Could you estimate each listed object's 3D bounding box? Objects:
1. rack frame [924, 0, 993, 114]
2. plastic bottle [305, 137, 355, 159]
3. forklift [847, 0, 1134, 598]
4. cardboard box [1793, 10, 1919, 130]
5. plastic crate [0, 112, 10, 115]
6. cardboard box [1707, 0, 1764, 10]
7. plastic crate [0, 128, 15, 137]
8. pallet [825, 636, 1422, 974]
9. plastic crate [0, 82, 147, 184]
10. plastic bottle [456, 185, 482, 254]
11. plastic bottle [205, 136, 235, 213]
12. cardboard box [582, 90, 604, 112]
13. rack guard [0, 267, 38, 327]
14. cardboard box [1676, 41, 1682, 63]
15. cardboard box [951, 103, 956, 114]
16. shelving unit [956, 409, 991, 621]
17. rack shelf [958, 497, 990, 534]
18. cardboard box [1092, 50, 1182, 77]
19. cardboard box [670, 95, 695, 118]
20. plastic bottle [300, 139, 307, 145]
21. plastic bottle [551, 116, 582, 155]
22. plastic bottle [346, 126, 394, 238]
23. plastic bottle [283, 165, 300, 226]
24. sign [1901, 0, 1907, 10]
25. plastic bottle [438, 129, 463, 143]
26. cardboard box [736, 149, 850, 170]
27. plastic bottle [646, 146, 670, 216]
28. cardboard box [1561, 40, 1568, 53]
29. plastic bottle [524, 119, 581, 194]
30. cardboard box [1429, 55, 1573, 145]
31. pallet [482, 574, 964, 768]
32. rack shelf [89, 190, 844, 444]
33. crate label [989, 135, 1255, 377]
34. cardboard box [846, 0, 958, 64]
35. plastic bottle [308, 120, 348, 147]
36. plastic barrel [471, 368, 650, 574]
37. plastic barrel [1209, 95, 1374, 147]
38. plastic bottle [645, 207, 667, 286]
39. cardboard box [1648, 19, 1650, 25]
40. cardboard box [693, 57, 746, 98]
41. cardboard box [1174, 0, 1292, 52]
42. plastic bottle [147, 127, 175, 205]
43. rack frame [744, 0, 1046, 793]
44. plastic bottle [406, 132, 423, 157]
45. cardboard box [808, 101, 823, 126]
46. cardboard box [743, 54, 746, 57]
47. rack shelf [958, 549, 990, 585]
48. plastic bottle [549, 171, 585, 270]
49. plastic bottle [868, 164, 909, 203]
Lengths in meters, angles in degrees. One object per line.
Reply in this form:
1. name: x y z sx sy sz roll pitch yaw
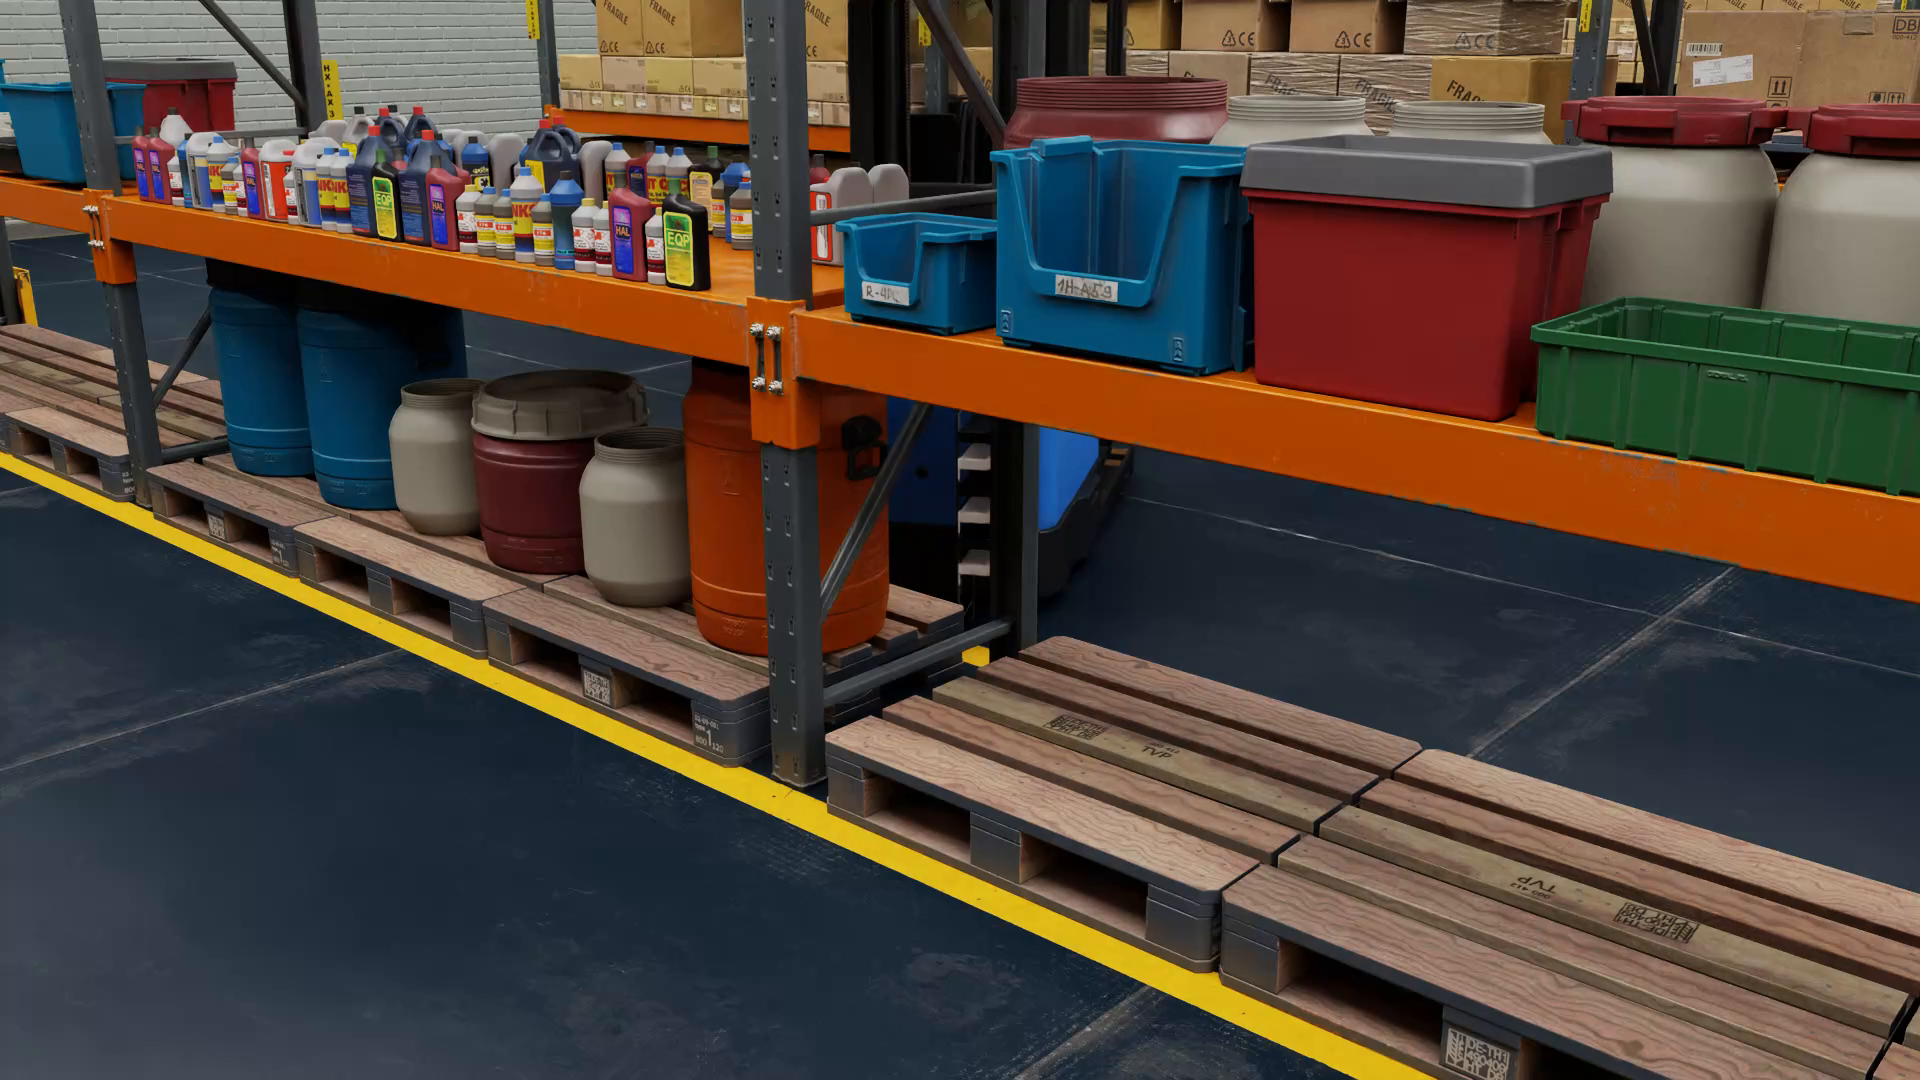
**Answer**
1. rack frame: 0.159 -2.800 10.475 0.127 3.000 1.000 15 23 39
2. plastic bottle: -2.242 -1.290 5.921 0.135 0.276 0.152 15 23 39
3. forklift: 0.158 -1.601 6.810 1.130 2.935 3.031 4 18 13
4. cardboard box: 4.065 -2.056 7.271 0.700 0.500 0.500 -14 22 -38
5. plastic crate: -5.391 -2.263 9.119 0.243 0.136 0.396 15 23 39
6. cardboard box: 7.647 -5.216 16.269 0.500 0.500 0.500 14 23 38
7. plastic crate: -4.631 -1.864 7.863 0.466 0.136 0.293 15 23 39
8. pallet: 0.416 0.617 4.318 1.213 0.211 1.003 15 23 39
9. plastic crate: -3.705 -1.717 6.990 0.575 0.384 0.392 15 23 39
10. plastic bottle: -1.479 -0.977 5.059 0.097 0.201 0.097 0 18 0
11. plastic bottle: -2.693 -1.336 6.075 0.097 0.271 0.097 0 18 0
12. cardboard box: -2.594 -3.286 12.423 0.250 0.149 0.380 15 23 38
13. rack guard: -6.147 -1.293 9.859 0.348 0.500 1.175 15 23 39
14. cardboard box: 5.260 -3.473 11.825 0.250 0.149 0.380 15 23 39
15. cardboard box: 0.158 -2.815 10.938 0.250 0.149 0.380 15 23 39
16. shelving unit: 0.118 -0.121 5.495 0.210 0.900 0.258 4 19 13
17. rack shelf: 0.118 -0.089 5.505 0.200 0.077 0.258 4 19 13
18. cardboard box: 1.087 -2.497 9.357 0.500 0.500 0.500 14 23 38
19. cardboard box: -1.823 -3.080 11.772 0.250 0.149 0.380 15 23 39
20. plastic bottle: -2.689 -1.547 6.855 0.097 0.201 0.097 0 18 0
21. plastic bottle: -1.400 -1.324 5.907 0.185 0.351 0.144 15 23 39
22. plastic bottle: -1.907 -1.172 5.428 0.185 0.351 0.144 15 23 39
23. plastic bottle: -2.275 -1.190 5.731 0.097 0.201 0.097 0 18 0
24. sign: 6.165 -3.488 10.861 0.005 0.325 0.100 15 23 39
25. plastic bottle: -1.969 -1.440 6.394 0.135 0.276 0.152 15 23 39
26. cardboard box: -0.955 -2.319 11.777 0.875 0.875 0.875 15 23 39
27. plastic bottle: -1.006 -1.190 5.615 0.097 0.271 0.097 0 18 0
28. cardboard box: 4.500 -3.679 12.473 0.250 0.149 0.380 15 23 38
29. plastic bottle: -1.401 -1.263 5.713 0.185 0.351 0.144 15 23 39
30. cardboard box: 2.617 -2.087 8.065 0.500 0.500 0.500 16 24 41
31. pallet: -0.755 0.304 5.305 1.213 0.211 1.003 15 23 39
32. rack shelf: -1.633 -0.935 5.788 4.000 0.370 1.077 15 23 39
33. crate label: 0.426 -0.632 3.587 0.616 0.435 0.502 15 23 39
34. cardboard box: -0.363 -3.259 10.440 0.500 0.500 0.500 16 24 41
35. plastic bottle: -2.620 -1.614 6.944 0.135 0.276 0.152 15 23 39
36. plastic barrel: -1.359 -0.248 5.727 0.708 0.588 0.600 15 23 39
37. plastic barrel: 0.774 -0.771 3.898 0.421 0.512 0.421 0 18 0
38. plastic bottle: -0.797 -0.793 4.482 0.097 0.201 0.097 0 18 0
39. cardboard box: 5.086 -3.663 11.934 0.250 0.149 0.380 15 23 39
40. cardboard box: -1.493 -3.208 11.517 0.500 0.250 0.500 14 23 38
41. cardboard box: 1.623 -2.938 9.086 0.637 0.503 0.797 16 24 41
42. plastic bottle: -3.038 -1.427 6.342 0.133 0.283 0.061 15 23 39
43. rack frame: -0.137 -0.876 4.414 0.127 3.000 1.000 15 23 39
44. plastic bottle: -2.038 -1.405 6.294 0.097 0.271 0.097 0 18 0
45. cardboard box: -0.864 -2.822 10.961 0.250 0.149 0.380 16 23 40
46. cardboard box: -1.535 -3.432 12.223 0.500 0.250 0.500 14 22 37
47. rack shelf: 0.119 0.081 5.563 0.200 0.077 0.258 4 19 13
48. plastic bottle: -1.115 -0.912 4.740 0.097 0.271 0.097 0 18 0
49. plastic bottle: -0.246 -0.977 4.937 0.135 0.276 0.152 15 23 39
